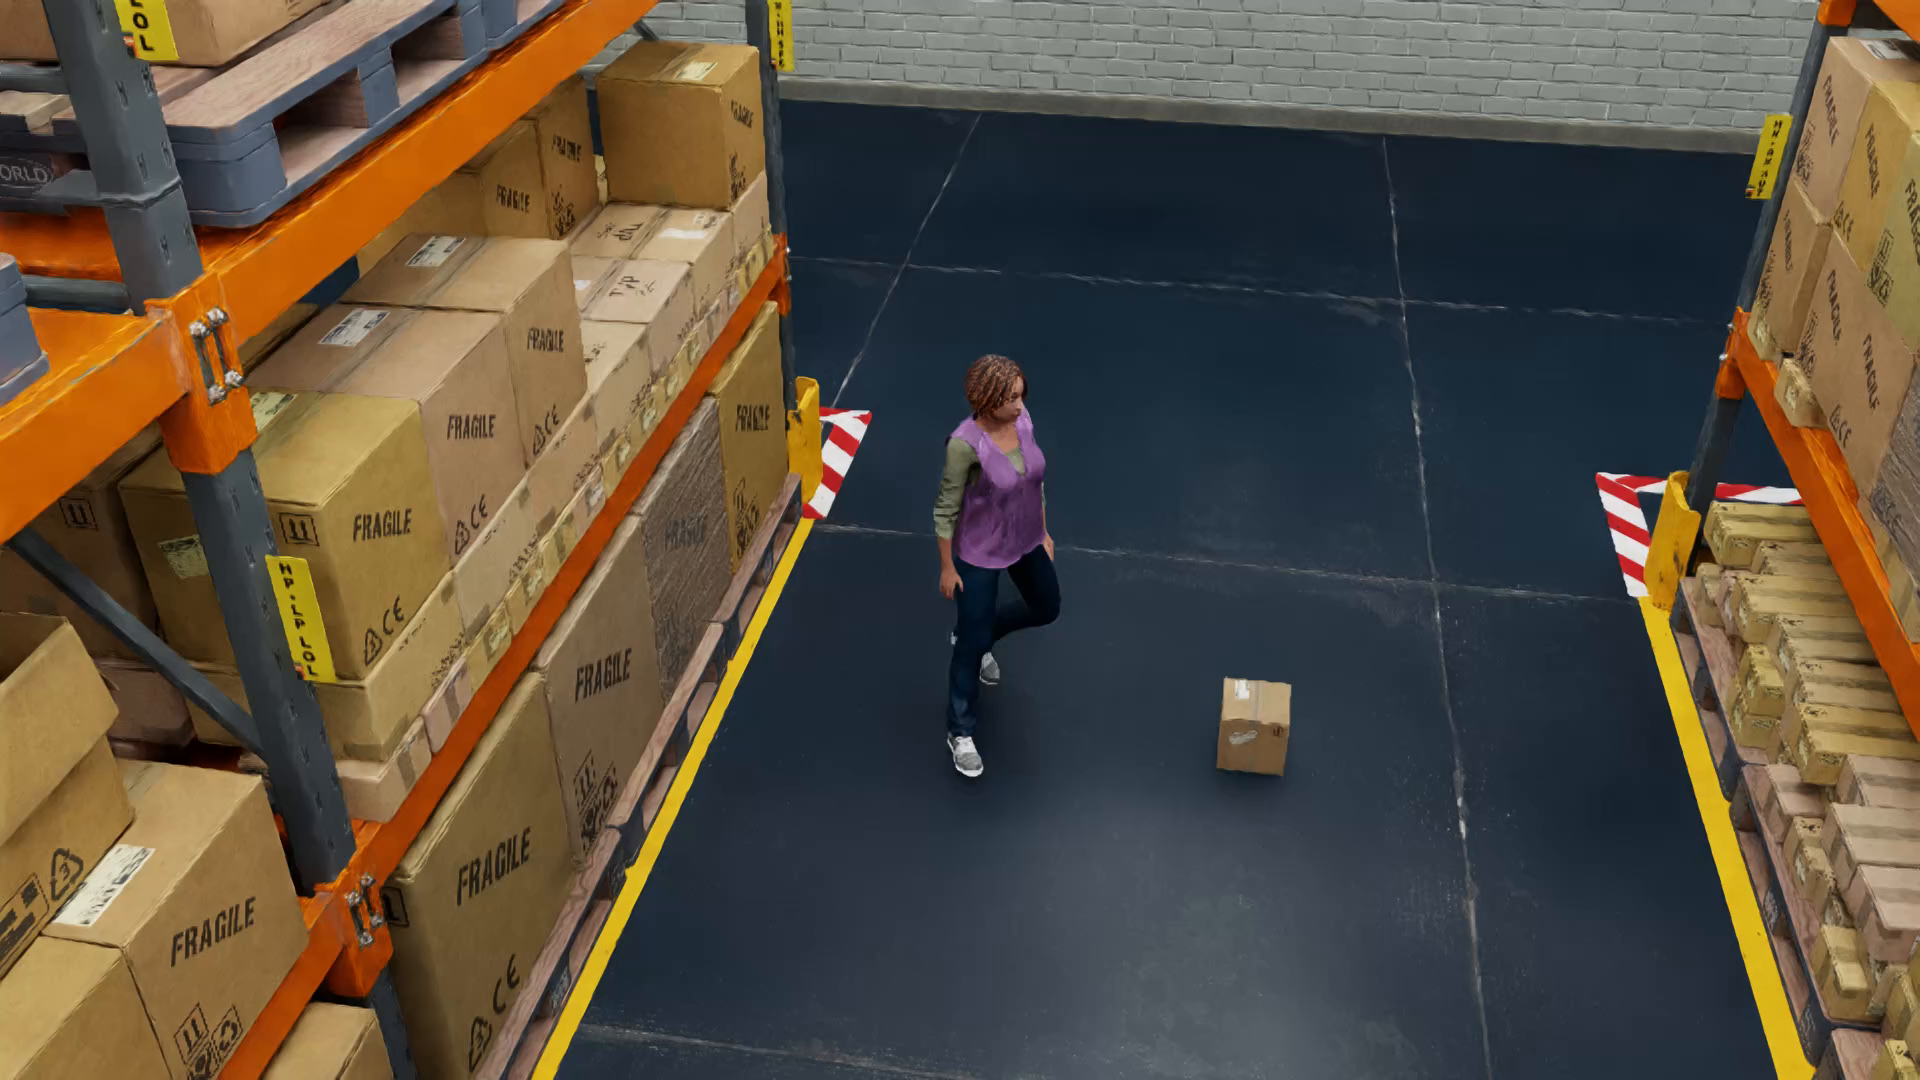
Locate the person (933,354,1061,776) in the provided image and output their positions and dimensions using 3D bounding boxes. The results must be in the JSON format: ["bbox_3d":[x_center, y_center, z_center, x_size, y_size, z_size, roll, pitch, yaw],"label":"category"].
[{"bbox_3d":[0.071,0.033,6.063,0.560,1.594,0.498,-28,42,-36],"label":"person"}]
